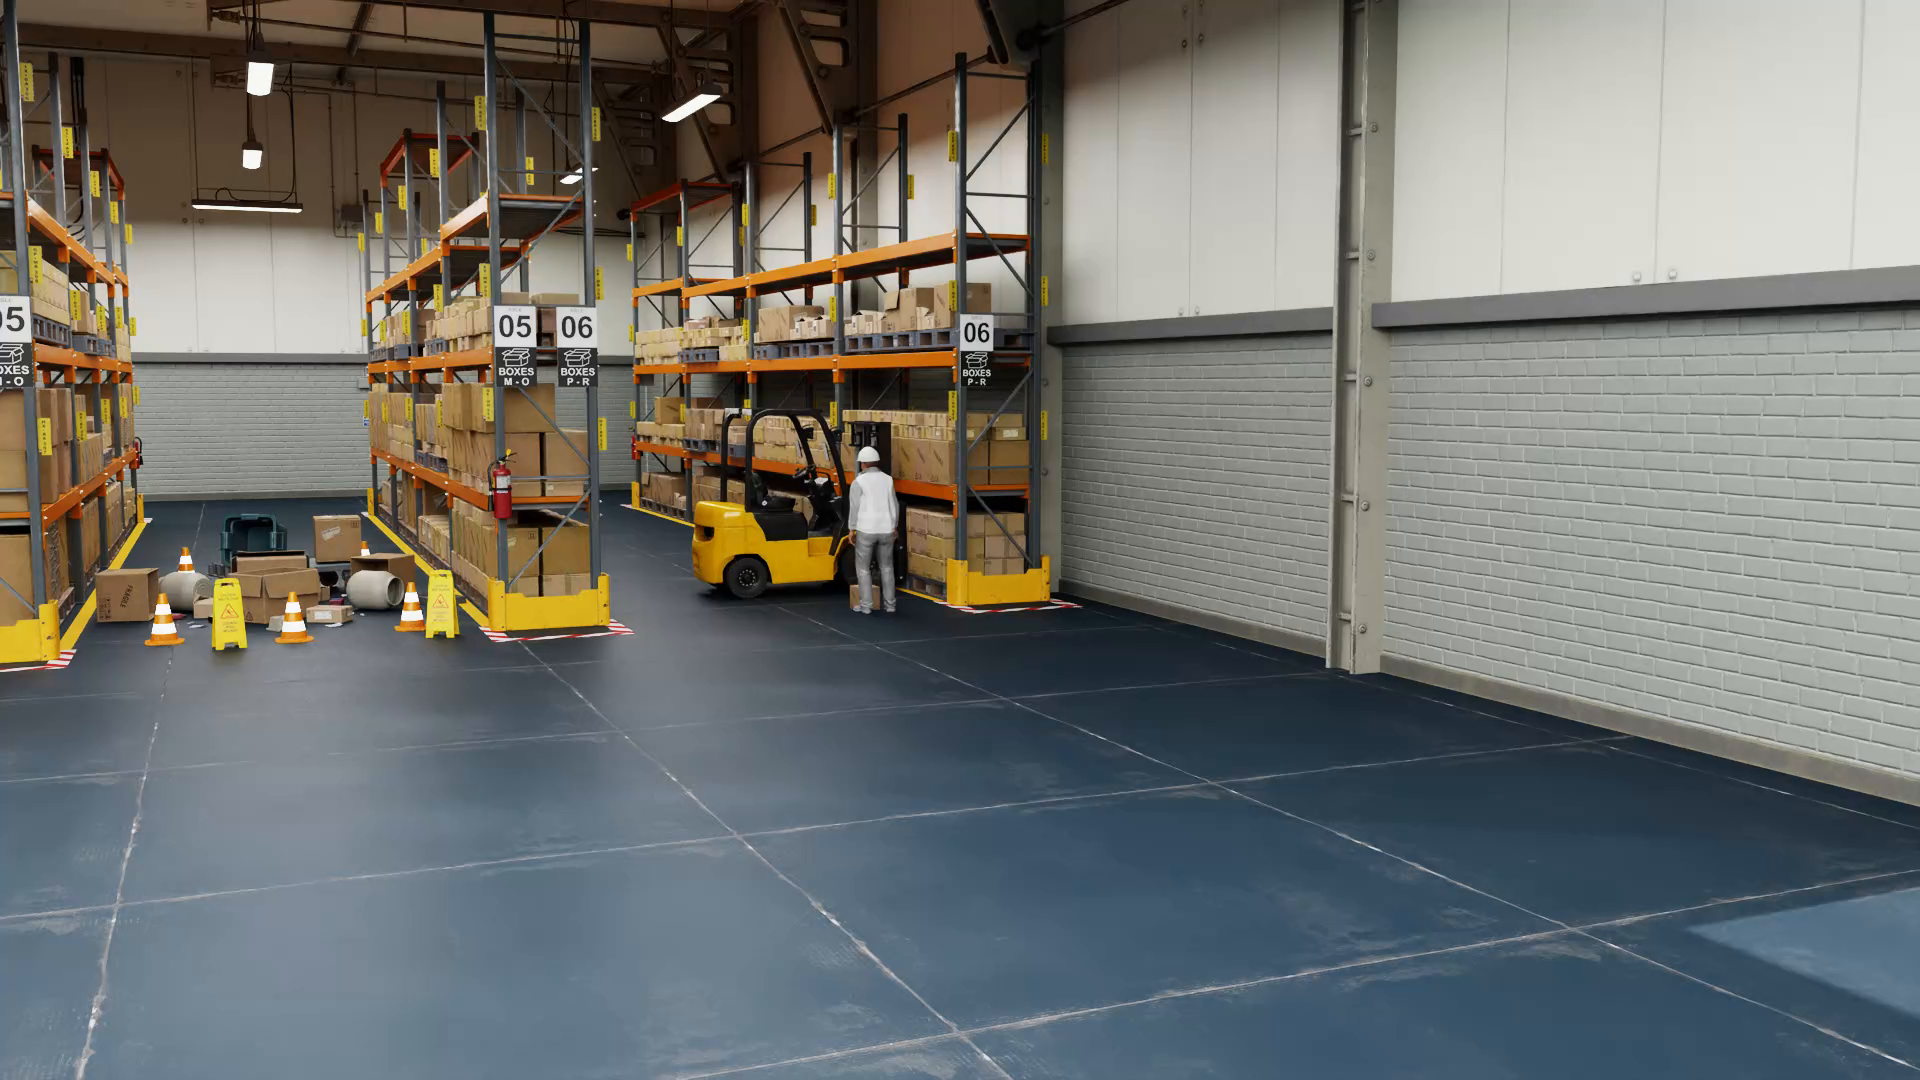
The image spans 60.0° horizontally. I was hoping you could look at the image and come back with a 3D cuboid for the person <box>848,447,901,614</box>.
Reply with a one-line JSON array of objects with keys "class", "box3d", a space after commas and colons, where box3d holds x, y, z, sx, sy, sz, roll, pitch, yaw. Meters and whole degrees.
[{"class": "person", "box3d": [-0.917, -0.110, 17.782, 0.581, 1.771, 0.461, -2, 6, -23]}]
